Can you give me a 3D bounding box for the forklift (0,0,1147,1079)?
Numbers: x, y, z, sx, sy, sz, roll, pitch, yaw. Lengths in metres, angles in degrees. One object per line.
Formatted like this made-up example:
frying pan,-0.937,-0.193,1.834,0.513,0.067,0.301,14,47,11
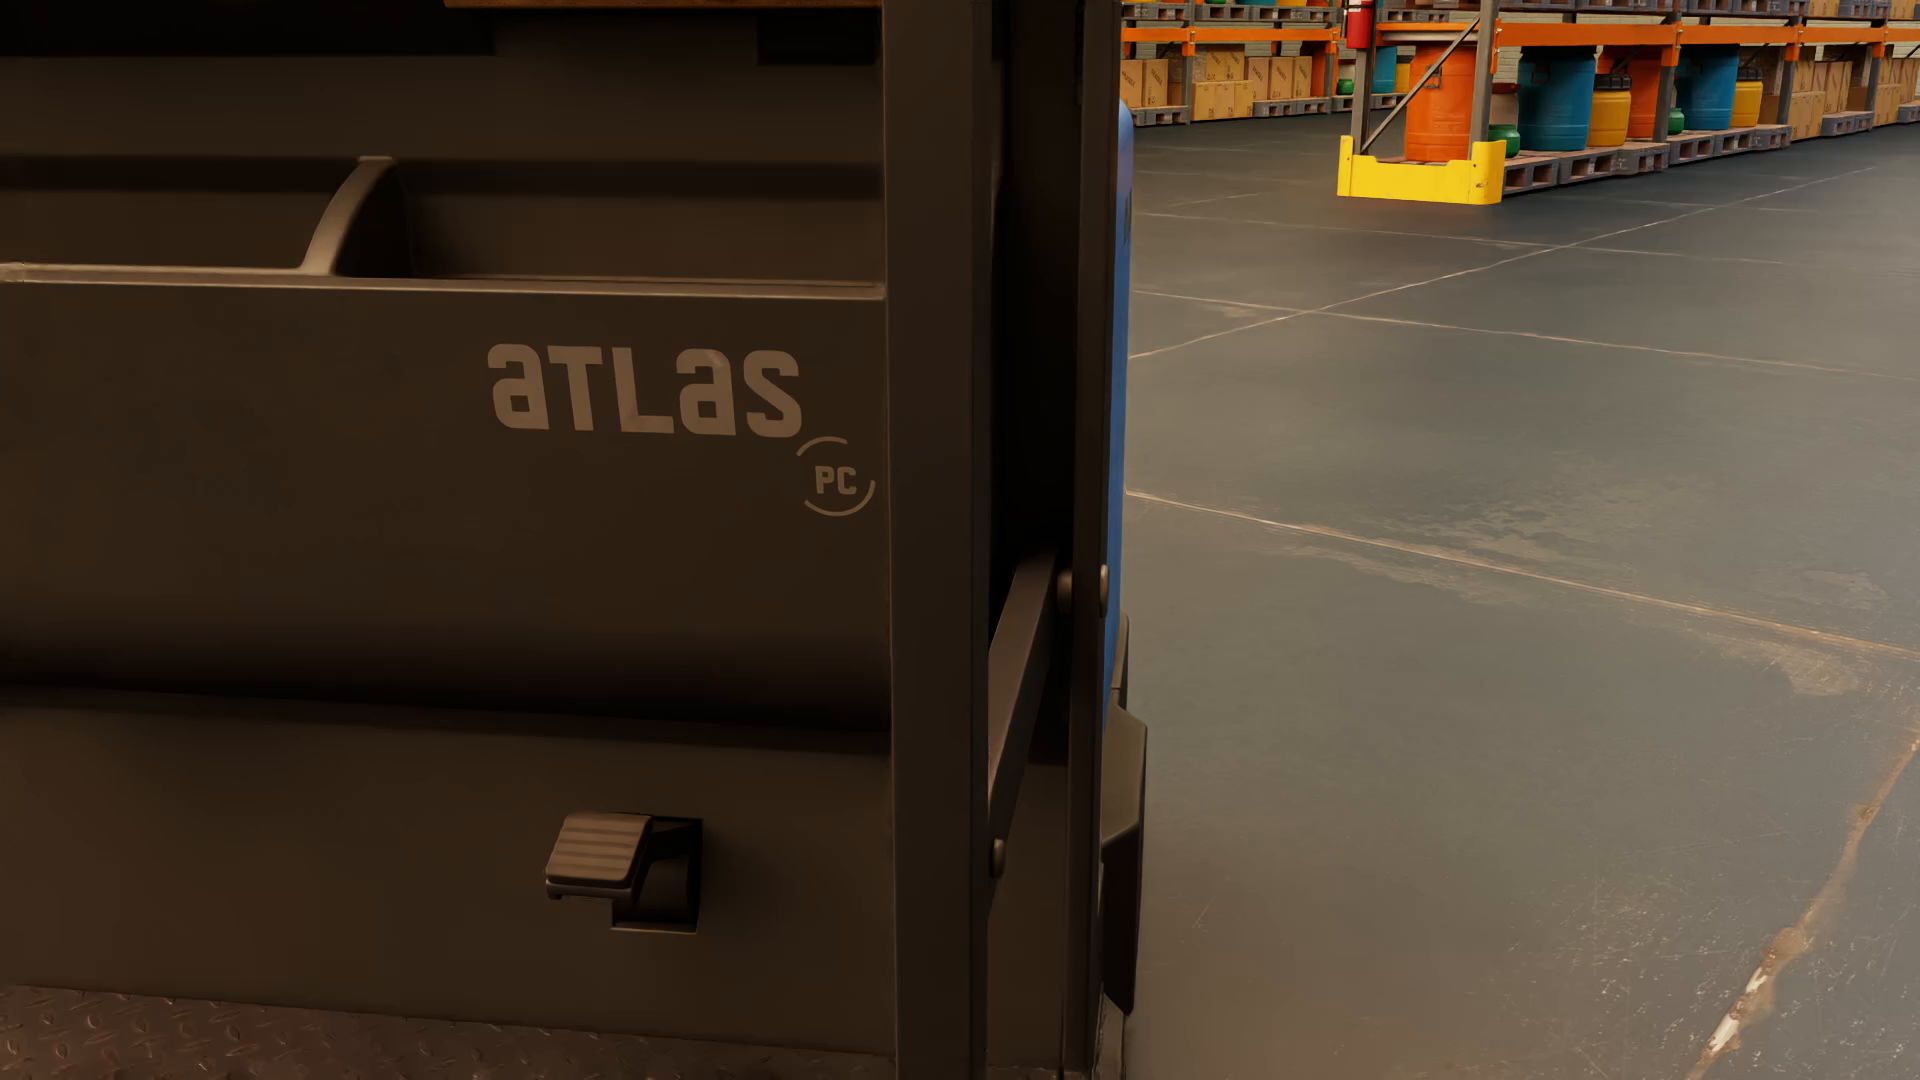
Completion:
forklift,-0.463,-0.600,0.874,1.130,2.935,3.031,2,17,8
